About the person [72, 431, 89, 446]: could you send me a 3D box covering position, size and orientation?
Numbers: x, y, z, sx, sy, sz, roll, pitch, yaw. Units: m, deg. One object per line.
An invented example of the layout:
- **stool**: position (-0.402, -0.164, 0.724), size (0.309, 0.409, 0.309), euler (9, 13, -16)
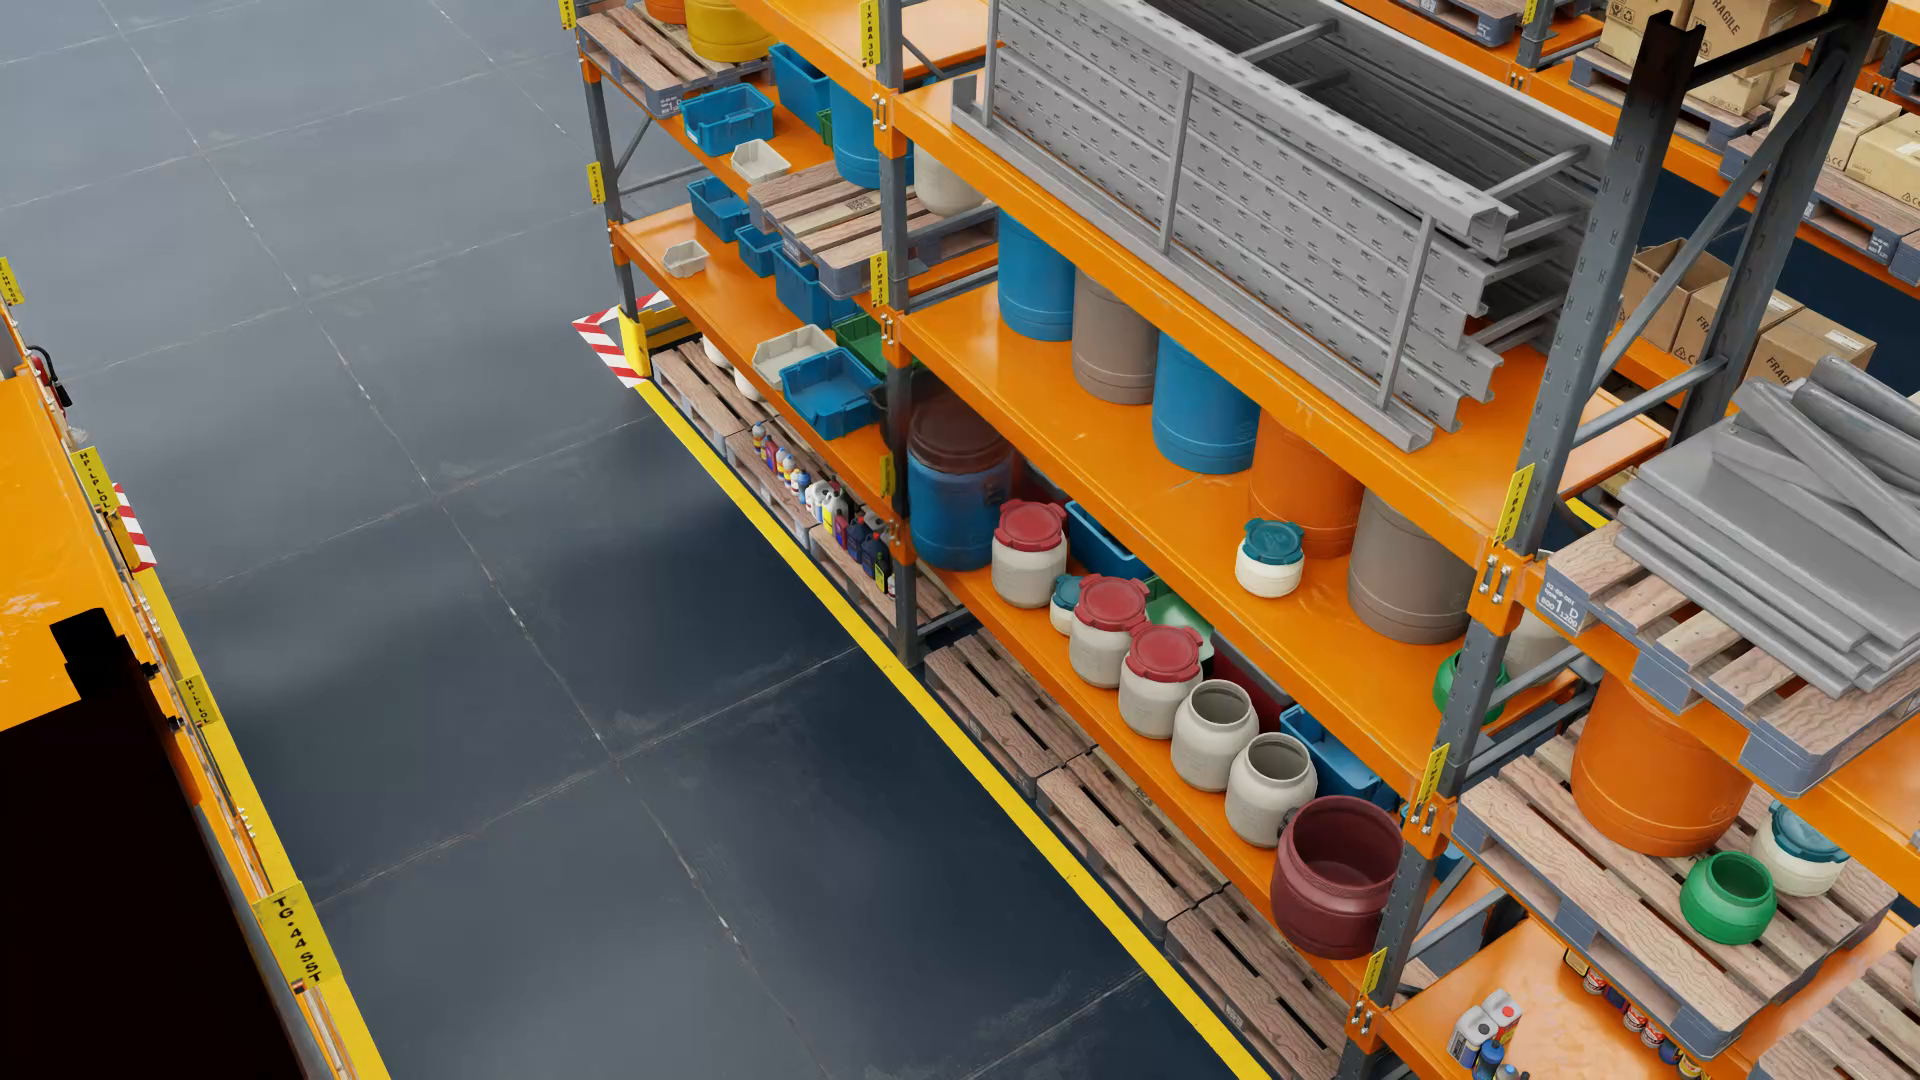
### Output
- **person**: position (-6.949, -1.155, 11.788), size (0.970, 1.637, 0.486), euler (-25, 48, -25)
